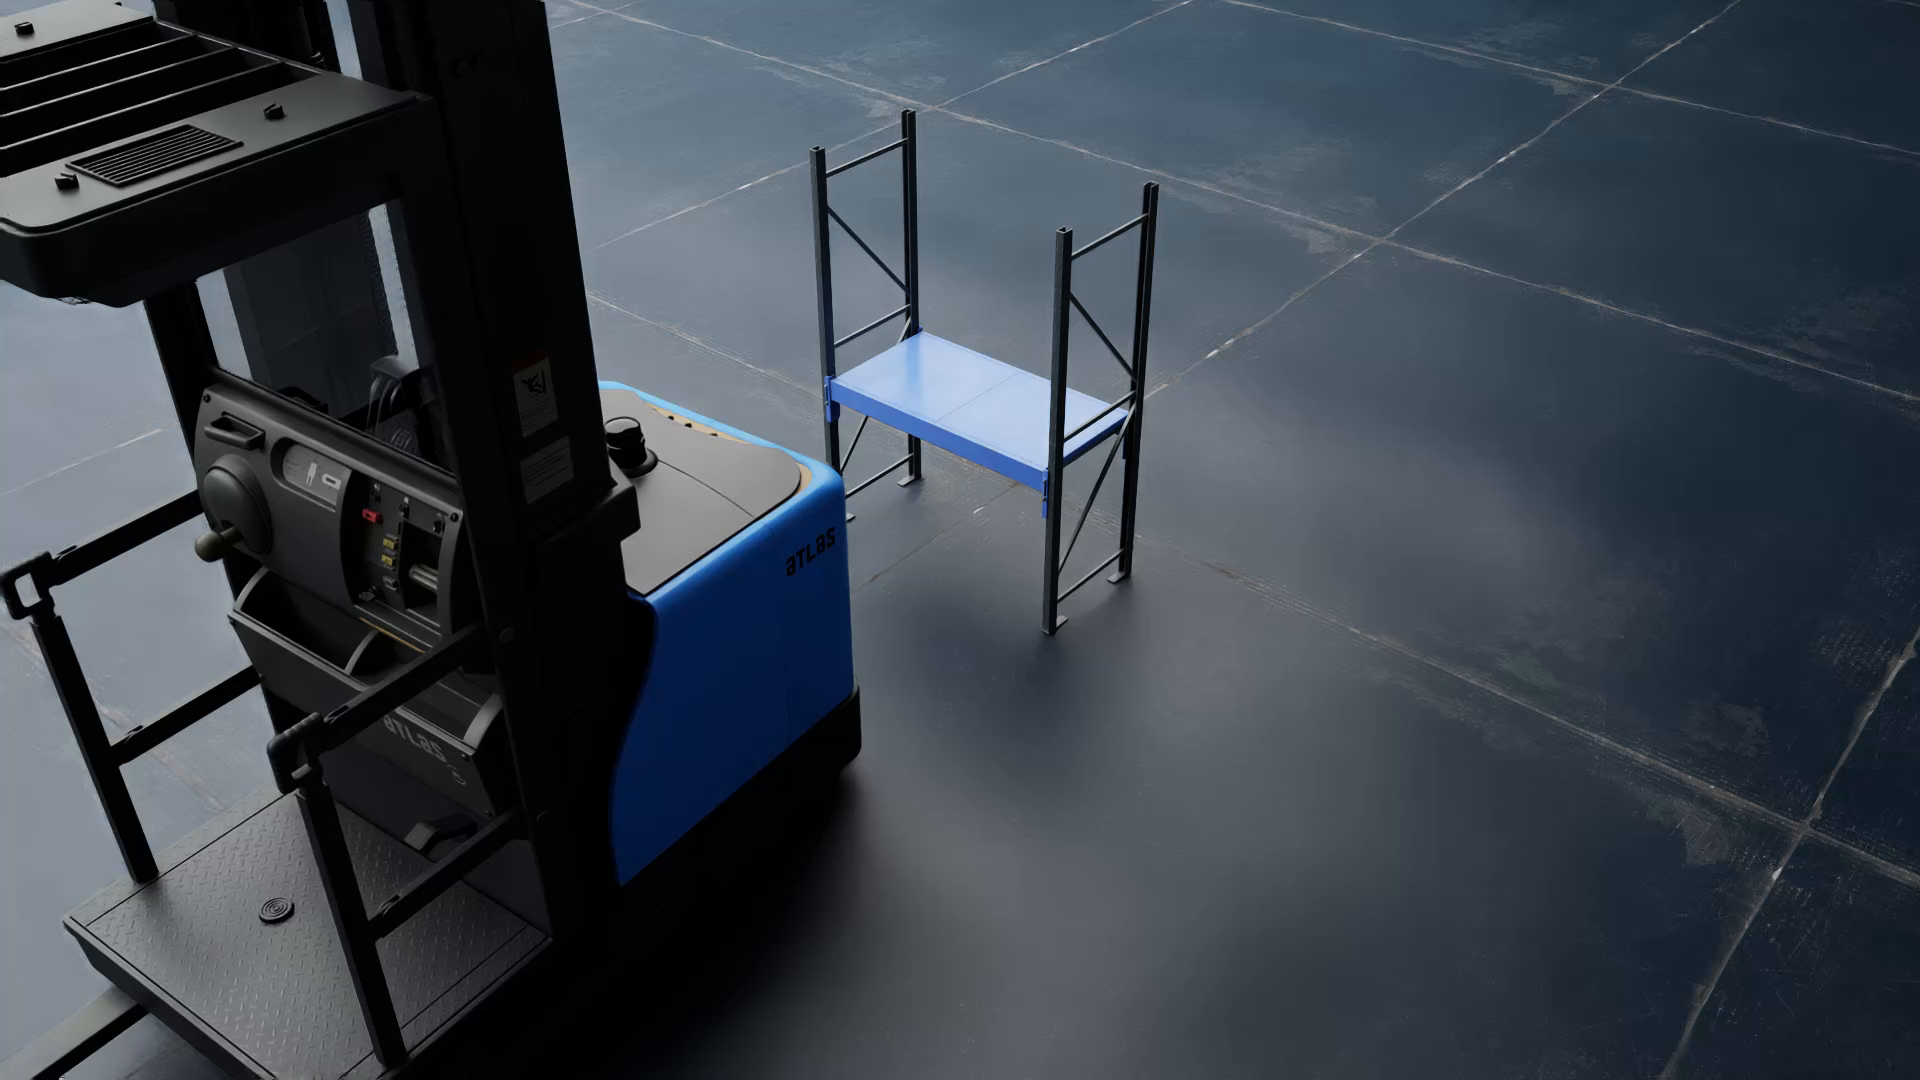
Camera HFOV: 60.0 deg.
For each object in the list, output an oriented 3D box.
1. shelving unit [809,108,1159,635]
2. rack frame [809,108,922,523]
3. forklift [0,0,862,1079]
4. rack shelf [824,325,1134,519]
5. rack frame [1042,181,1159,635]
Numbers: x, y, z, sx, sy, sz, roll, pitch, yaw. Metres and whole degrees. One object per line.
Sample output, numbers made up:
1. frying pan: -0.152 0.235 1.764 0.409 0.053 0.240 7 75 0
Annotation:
1. shelving unit: 0.066 -0.587 5.780 1.048 1.500 0.538 25 42 32
2. rack frame: -0.325 -0.771 6.049 0.032 1.500 0.500 25 42 32
3. forklift: -1.571 0.004 3.656 1.130 2.935 3.031 22 40 29
4. rack shelf: 0.066 -0.439 5.882 1.000 0.185 0.538 25 42 32
5. rack frame: 0.456 -0.403 5.512 0.032 1.500 0.500 25 42 32
